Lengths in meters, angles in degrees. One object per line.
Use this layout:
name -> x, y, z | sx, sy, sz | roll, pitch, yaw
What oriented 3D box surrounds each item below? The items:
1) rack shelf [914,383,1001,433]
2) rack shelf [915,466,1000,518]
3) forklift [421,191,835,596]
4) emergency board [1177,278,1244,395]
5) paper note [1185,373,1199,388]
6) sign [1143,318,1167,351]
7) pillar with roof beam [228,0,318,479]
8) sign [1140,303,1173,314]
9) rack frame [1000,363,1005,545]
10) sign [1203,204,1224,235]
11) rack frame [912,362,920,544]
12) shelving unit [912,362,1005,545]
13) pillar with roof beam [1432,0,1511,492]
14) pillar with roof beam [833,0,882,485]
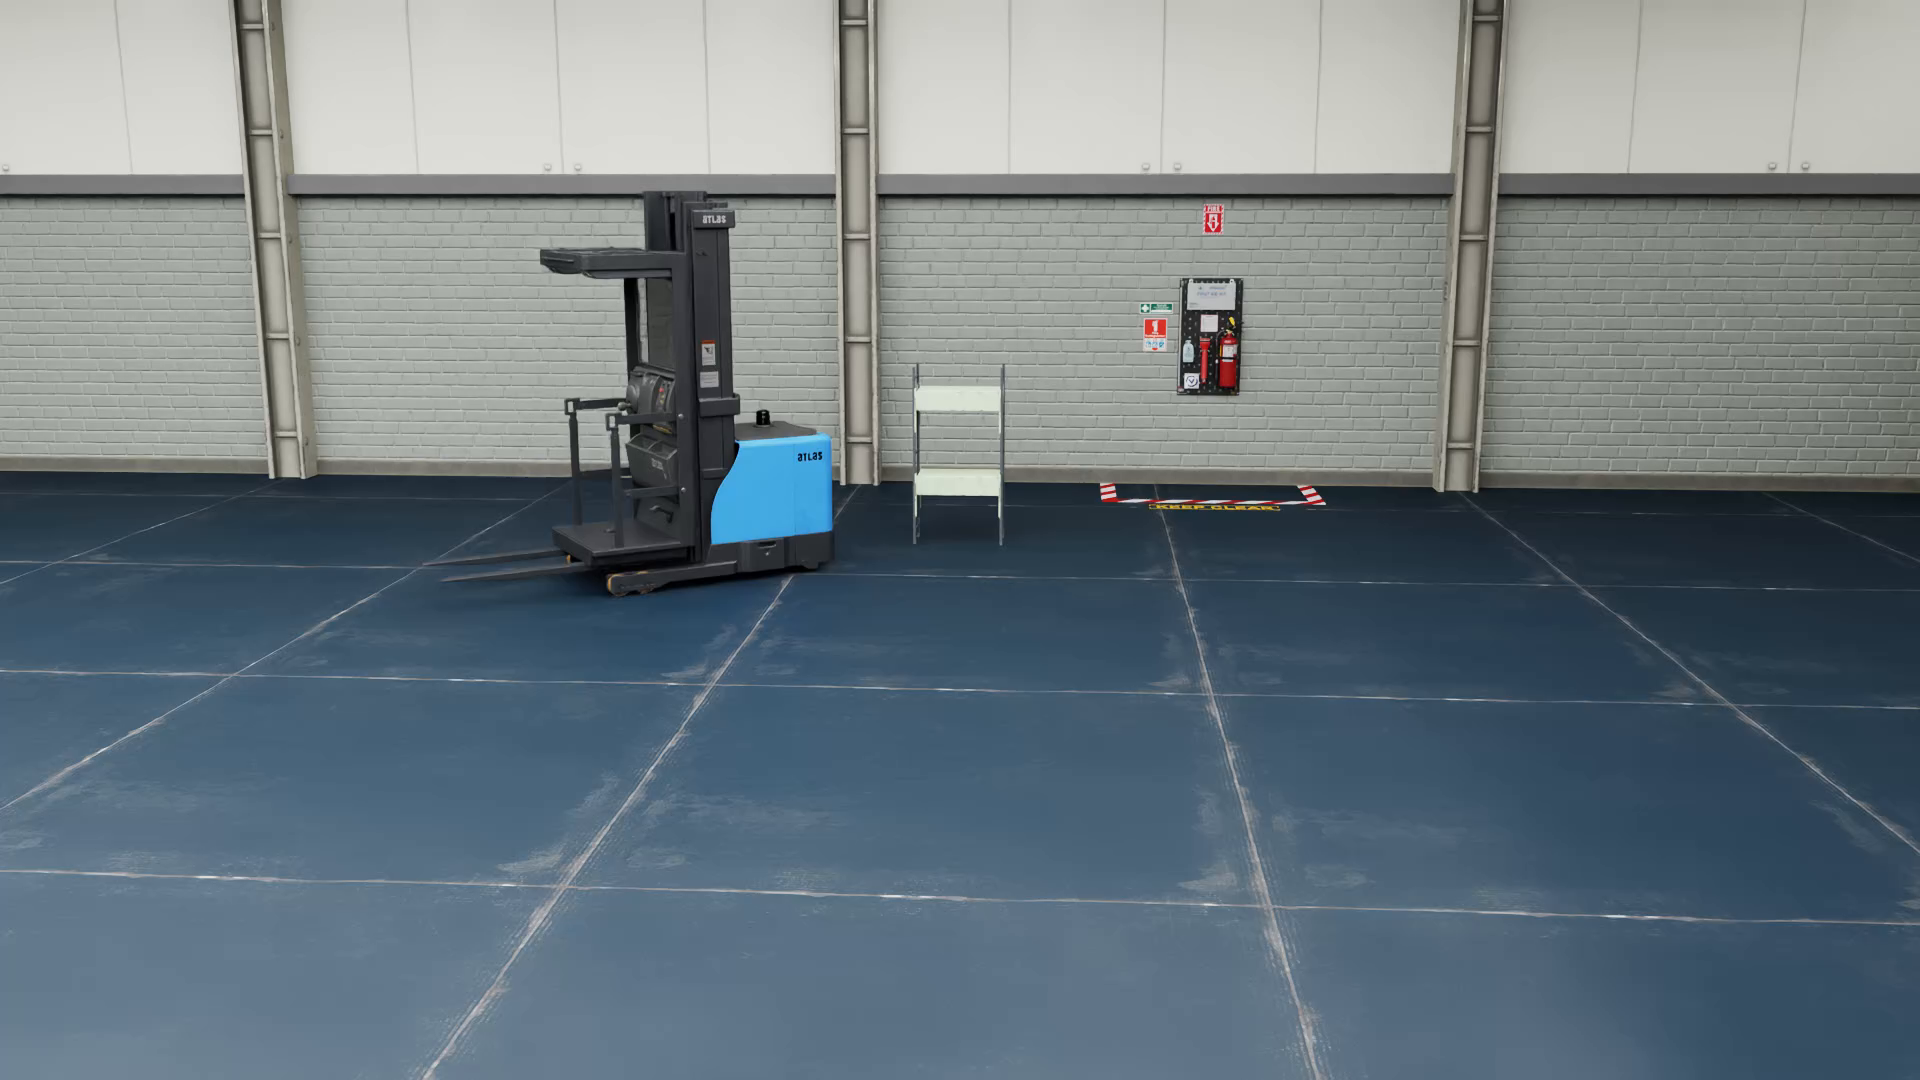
rack shelf -> -0.007, -1.116, 14.035 | 0.720, 0.370, 0.431 | 1, 12, 4
rack shelf -> -0.007, -0.415, 14.182 | 0.720, 0.370, 0.431 | 1, 12, 4
forklift -> -2.526, -1.141, 12.563 | 3.031, 2.935, 1.130 | -7, 14, -29
emergency board -> 2.508, -2.018, 16.590 | 0.643, 1.169, 0.194 | 1, 12, 4
paper note -> 2.336, -1.604, 16.759 | 0.142, 0.148, 0.016 | 1, 12, 4
sign -> 1.963, -2.064, 16.724 | 0.234, 0.329, 0.001 | 1, 12, 4
pillar with roof beam -> -7.290, -4.198, 12.358 | 0.400, 9.000, 9.100 | 1, 12, 4
sign -> 1.967, -2.322, 16.660 | 0.331, 0.109, 0.001 | 1, 12, 4
rack frame -> 0.359, -0.729, 14.091 | 0.023, 1.500, 0.400 | 1, 12, 4
sign -> 2.506, -3.173, 16.451 | 0.199, 0.298, 0.001 | 1, 12, 4
rack frame -> -0.372, -0.739, 14.139 | 0.023, 1.500, 0.400 | 1, 12, 4
shelving unit -> -0.007, -0.734, 14.115 | 0.755, 1.500, 0.431 | 1, 12, 4
pillar with roof beam -> 4.683, -4.034, 11.573 | 0.400, 9.000, 9.100 | 1, 12, 4
pillar with roof beam -> -1.303, -4.116, 11.965 | 0.400, 9.000, 9.100 | 1, 12, 4
